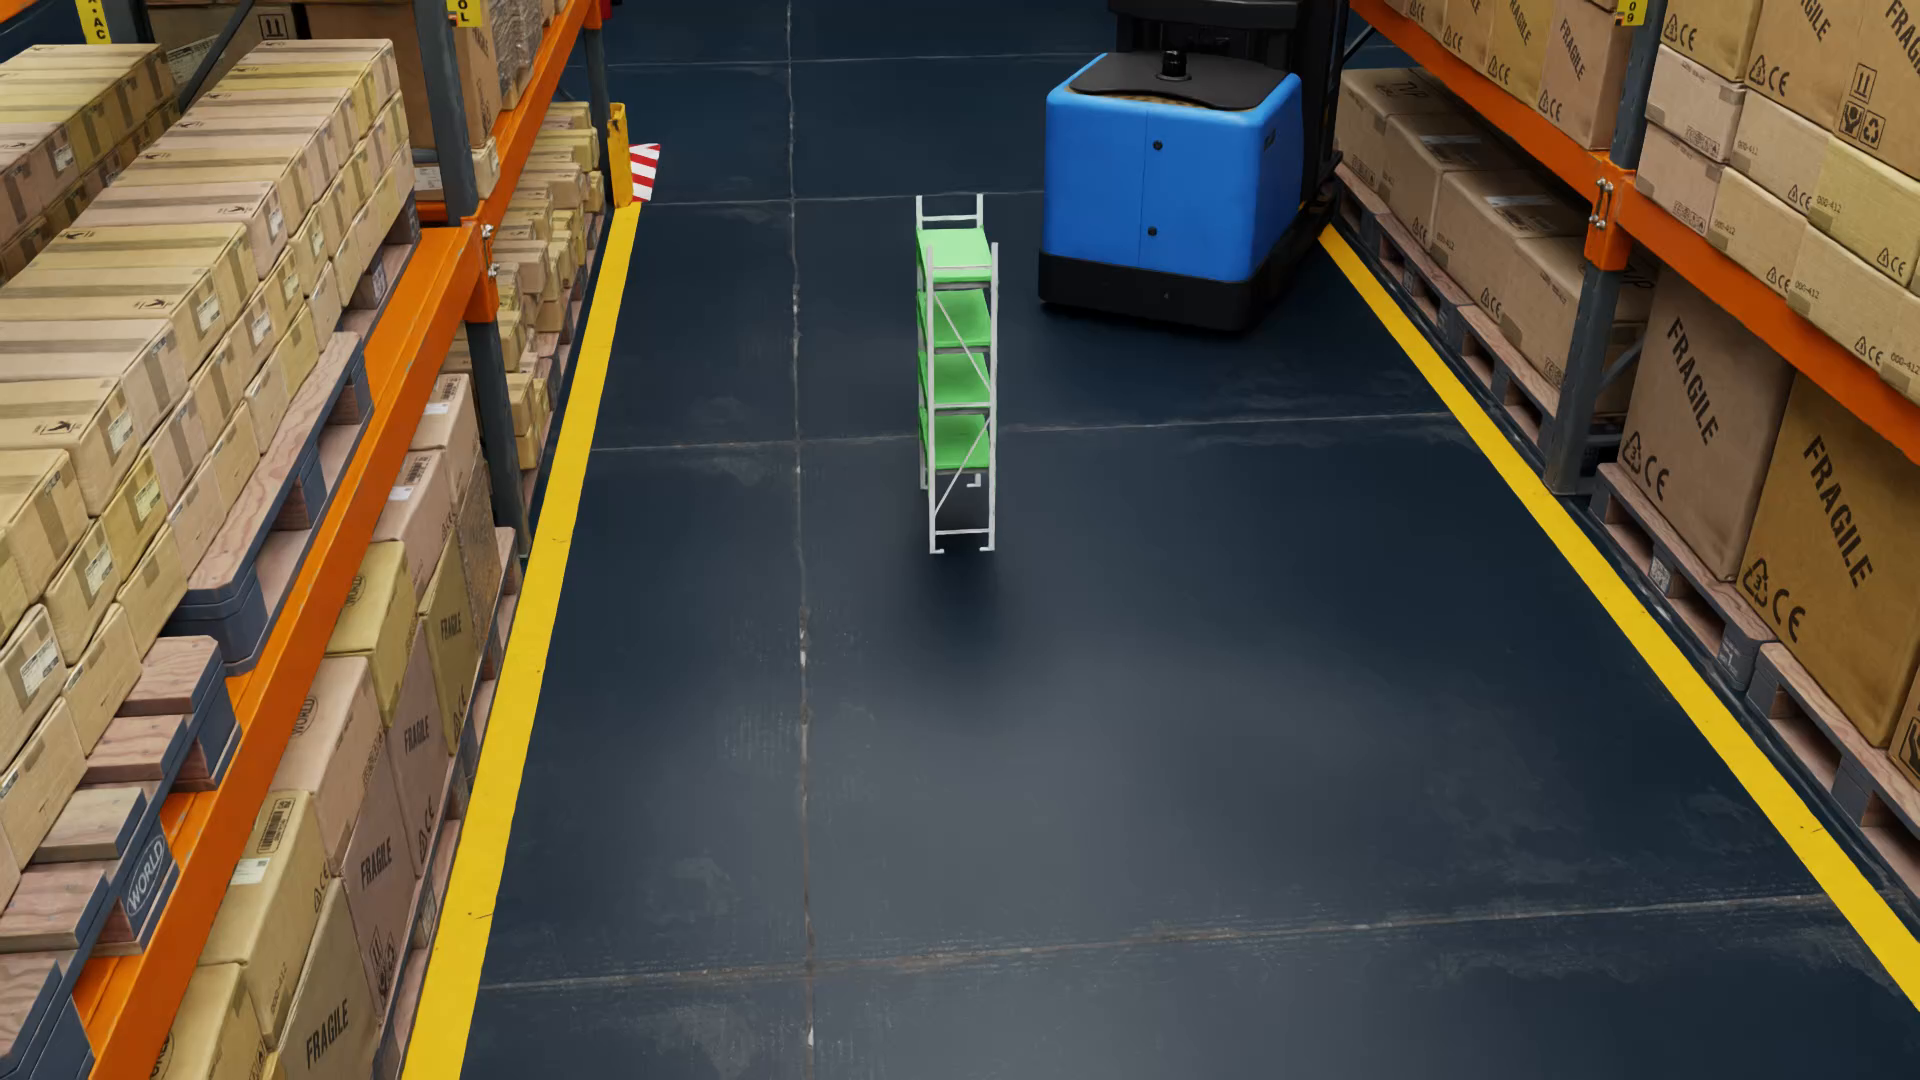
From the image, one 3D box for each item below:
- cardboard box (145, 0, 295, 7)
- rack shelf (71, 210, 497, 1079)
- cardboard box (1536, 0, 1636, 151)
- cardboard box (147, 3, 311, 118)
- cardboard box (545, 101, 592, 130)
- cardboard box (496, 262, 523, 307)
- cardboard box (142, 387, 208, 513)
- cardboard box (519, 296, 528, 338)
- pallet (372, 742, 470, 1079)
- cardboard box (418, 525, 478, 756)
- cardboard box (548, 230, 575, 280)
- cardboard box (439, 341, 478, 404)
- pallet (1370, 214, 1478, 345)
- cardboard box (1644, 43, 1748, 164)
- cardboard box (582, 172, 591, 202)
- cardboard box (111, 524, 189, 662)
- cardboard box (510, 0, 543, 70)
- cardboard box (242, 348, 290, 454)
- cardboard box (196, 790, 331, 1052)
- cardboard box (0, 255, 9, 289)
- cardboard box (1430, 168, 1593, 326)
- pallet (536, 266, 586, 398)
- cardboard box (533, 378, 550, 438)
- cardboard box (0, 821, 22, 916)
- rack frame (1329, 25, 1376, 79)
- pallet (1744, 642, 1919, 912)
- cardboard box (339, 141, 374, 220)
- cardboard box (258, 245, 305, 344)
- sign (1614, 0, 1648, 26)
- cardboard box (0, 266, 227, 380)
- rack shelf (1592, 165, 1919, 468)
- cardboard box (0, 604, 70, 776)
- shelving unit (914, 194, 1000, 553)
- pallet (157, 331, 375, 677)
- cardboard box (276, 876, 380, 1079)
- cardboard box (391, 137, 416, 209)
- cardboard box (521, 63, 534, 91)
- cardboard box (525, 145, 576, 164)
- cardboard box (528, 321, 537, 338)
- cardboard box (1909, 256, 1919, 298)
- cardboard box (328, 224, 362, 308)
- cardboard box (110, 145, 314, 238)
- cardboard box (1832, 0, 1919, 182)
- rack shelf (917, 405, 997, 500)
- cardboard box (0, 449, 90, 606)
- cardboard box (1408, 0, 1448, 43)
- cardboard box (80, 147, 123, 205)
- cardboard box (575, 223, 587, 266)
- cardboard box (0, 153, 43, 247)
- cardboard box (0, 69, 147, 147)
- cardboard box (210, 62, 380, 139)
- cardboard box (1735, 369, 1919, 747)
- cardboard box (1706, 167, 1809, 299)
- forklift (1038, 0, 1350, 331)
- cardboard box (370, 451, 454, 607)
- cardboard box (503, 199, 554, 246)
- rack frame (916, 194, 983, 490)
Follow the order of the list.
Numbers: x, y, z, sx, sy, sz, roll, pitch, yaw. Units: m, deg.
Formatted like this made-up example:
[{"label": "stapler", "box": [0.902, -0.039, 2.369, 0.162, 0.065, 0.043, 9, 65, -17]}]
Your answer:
[{"label": "cardboard box", "box": [-2.409, -2.048, 5.391, 0.500, 0.500, 0.500, -4, 31, -6]}, {"label": "rack shelf", "box": [-1.909, 0.109, 3.844, 1.077, 0.370, 4.000, -3, 31, -5]}, {"label": "cardboard box", "box": [2.525, -1.777, 6.203, 0.500, 0.500, 0.500, -2, 31, -4]}, {"label": "cardboard box", "box": [-2.422, -1.625, 5.658, 0.500, 0.500, 0.500, -3, 31, -5]}, {"label": "cardboard box", "box": [-2.168, -2.217, 8.827, 0.380, 0.149, 0.250, -2, 31, -4]}, {"label": "cardboard box", "box": [-2.008, -1.021, 6.824, 0.380, 0.149, 0.250, -4, 31, -6]}, {"label": "cardboard box", "box": [-1.669, -0.166, 3.148, 0.380, 0.149, 0.250, -3, 31, -5]}, {"label": "cardboard box", "box": [-2.005, -0.891, 6.897, 0.380, 0.149, 0.250, -4, 31, -7]}, {"label": "pallet", "box": [-1.904, 0.998, 4.373, 1.003, 0.211, 1.213, -3, 31, -5]}, {"label": "cardboard box", "box": [-1.728, 0.300, 4.851, 0.500, 0.500, 0.500, -3, 31, -6]}, {"label": "cardboard box", "box": [-1.966, -1.291, 7.567, 0.380, 0.149, 0.250, -2, 31, -4]}, {"label": "cardboard box", "box": [-1.922, -0.619, 6.151, 0.380, 0.149, 0.250, -2, 31, -3]}, {"label": "pallet", "box": [2.713, -1.329, 8.269, 1.003, 0.211, 1.213, -3, 31, -5]}, {"label": "cardboard box", "box": [2.584, -1.422, 5.364, 0.500, 0.250, 0.500, -4, 31, -6]}, {"label": "cardboard box", "box": [-2.086, -1.826, 8.463, 0.380, 0.149, 0.250, -4, 31, -7]}, {"label": "cardboard box", "box": [-1.640, 0.098, 2.996, 0.380, 0.149, 0.250, -1, 31, -2]}, {"label": "cardboard box", "box": [-1.956, -2.168, 6.566, 0.500, 0.500, 0.500, -3, 31, -6]}, {"label": "cardboard box", "box": [-1.712, -0.299, 3.661, 0.380, 0.149, 0.250, -4, 31, -6]}, {"label": "cardboard box", "box": [-1.593, 0.770, 3.333, 0.500, 0.250, 0.500, -3, 31, -5]}, {"label": "cardboard box", "box": [-2.389, -0.528, 3.755, 0.380, 0.149, 0.250, -3, 31, -5]}, {"label": "cardboard box", "box": [2.787, -1.373, 7.712, 0.875, 0.438, 0.875, -4, 31, -6]}, {"label": "pallet", "box": [-2.311, -0.989, 7.700, 1.003, 0.211, 1.213, -3, 31, -5]}, {"label": "cardboard box", "box": [-1.835, -0.514, 6.557, 0.380, 0.149, 0.250, -2, 31, -3]}, {"label": "cardboard box", "box": [-1.563, 0.511, 2.305, 0.380, 0.149, 0.250, -3, 31, -5]}, {"label": "rack frame", "box": [2.449, -3.552, 9.271, 1.000, 3.000, 0.127, -3, 31, -5]}, {"label": "pallet", "box": [3.087, 0.702, 4.869, 1.003, 0.211, 1.213, -3, 31, -5]}, {"label": "cardboard box", "box": [-1.816, -0.966, 4.488, 0.380, 0.149, 0.250, -1, 31, -2]}, {"label": "cardboard box", "box": [-1.735, -0.555, 3.799, 0.380, 0.149, 0.250, -3, 31, -4]}, {"label": "sign", "box": [2.271, -1.888, 5.564, 0.100, 0.325, 0.005, -3, 31, -5]}, {"label": "cardboard box", "box": [-1.697, -0.423, 3.288, 0.380, 0.149, 0.250, -2, 31, -3]}, {"label": "rack shelf", "box": [3.010, -0.180, 4.327, 1.077, 0.370, 4.000, -3, 31, -5]}, {"label": "cardboard box", "box": [-1.595, 0.226, 2.491, 0.380, 0.149, 0.250, -1, 31, -2]}, {"label": "shelving unit", "box": [-0.015, -0.600, 6.084, 0.258, 1.200, 0.503, -3, 31, -5]}, {"label": "pallet", "box": [-1.948, -0.105, 3.688, 1.003, 0.211, 1.213, -3, 31, -5]}, {"label": "cardboard box", "box": [-1.585, 1.084, 3.538, 0.500, 0.500, 0.500, -2, 31, -4]}, {"label": "cardboard box", "box": [-1.862, -1.100, 5.002, 0.380, 0.149, 0.250, -3, 31, -6]}, {"label": "cardboard box", "box": [-1.968, -1.943, 6.823, 0.380, 0.149, 0.250, -1, 31, -2]}, {"label": "cardboard box", "box": [-2.090, -1.824, 8.170, 0.380, 0.149, 0.250, -4, 31, -7]}, {"label": "cardboard box", "box": [-2.043, -0.902, 7.205, 0.380, 0.149, 0.250, -4, 31, -7]}, {"label": "cardboard box", "box": [2.730, -0.640, 4.055, 0.500, 0.250, 0.500, -4, 31, -6]}, {"label": "cardboard box", "box": [-1.792, -0.712, 4.353, 0.380, 0.149, 0.250, -4, 31, -7]}, {"label": "cardboard box", "box": [-1.771, -0.824, 3.960, 0.380, 0.149, 0.250, -4, 31, -6]}, {"label": "cardboard box", "box": [2.698, -1.229, 4.310, 0.500, 0.500, 0.500, -3, 31, -6]}, {"label": "rack shelf", "box": [-0.015, -0.339, 6.240, 0.258, 0.148, 0.480, -3, 31, -5]}, {"label": "cardboard box", "box": [-1.619, -0.014, 2.604, 0.380, 0.149, 0.250, -3, 31, -5]}, {"label": "cardboard box", "box": [2.376, -2.564, 7.519, 0.500, 0.500, 0.500, -2, 31, -3]}, {"label": "cardboard box", "box": [-2.466, -0.934, 4.434, 0.380, 0.149, 0.250, -2, 31, -3]}, {"label": "cardboard box", "box": [-2.027, -1.443, 8.111, 0.380, 0.149, 0.250, -4, 31, -7]}, {"label": "cardboard box", "box": [-2.418, -0.794, 3.910, 0.380, 0.149, 0.250, -3, 31, -5]}, {"label": "cardboard box", "box": [-2.485, -1.184, 4.562, 0.380, 0.149, 0.250, -2, 31, -3]}, {"label": "cardboard box", "box": [-1.838, -1.216, 4.616, 0.380, 0.149, 0.250, -4, 31, -6]}, {"label": "cardboard box", "box": [3.053, -0.004, 4.995, 0.875, 0.875, 0.875, -2, 31, -3]}, {"label": "cardboard box", "box": [2.651, -0.944, 5.051, 0.500, 0.250, 0.500, -3, 31, -6]}, {"label": "forklift", "box": [1.423, -2.971, 8.366, 1.130, 2.935, 3.031, 12, 33, 20]}, {"label": "cardboard box", "box": [-1.740, -0.019, 4.653, 0.500, 0.250, 0.500, -1, 31, -2]}, {"label": "cardboard box", "box": [-2.042, -1.418, 7.489, 0.380, 0.149, 0.250, -3, 31, -4]}, {"label": "rack frame", "box": [-0.038, -0.724, 6.292, 0.240, 1.200, 0.015, -3, 31, -5]}]
